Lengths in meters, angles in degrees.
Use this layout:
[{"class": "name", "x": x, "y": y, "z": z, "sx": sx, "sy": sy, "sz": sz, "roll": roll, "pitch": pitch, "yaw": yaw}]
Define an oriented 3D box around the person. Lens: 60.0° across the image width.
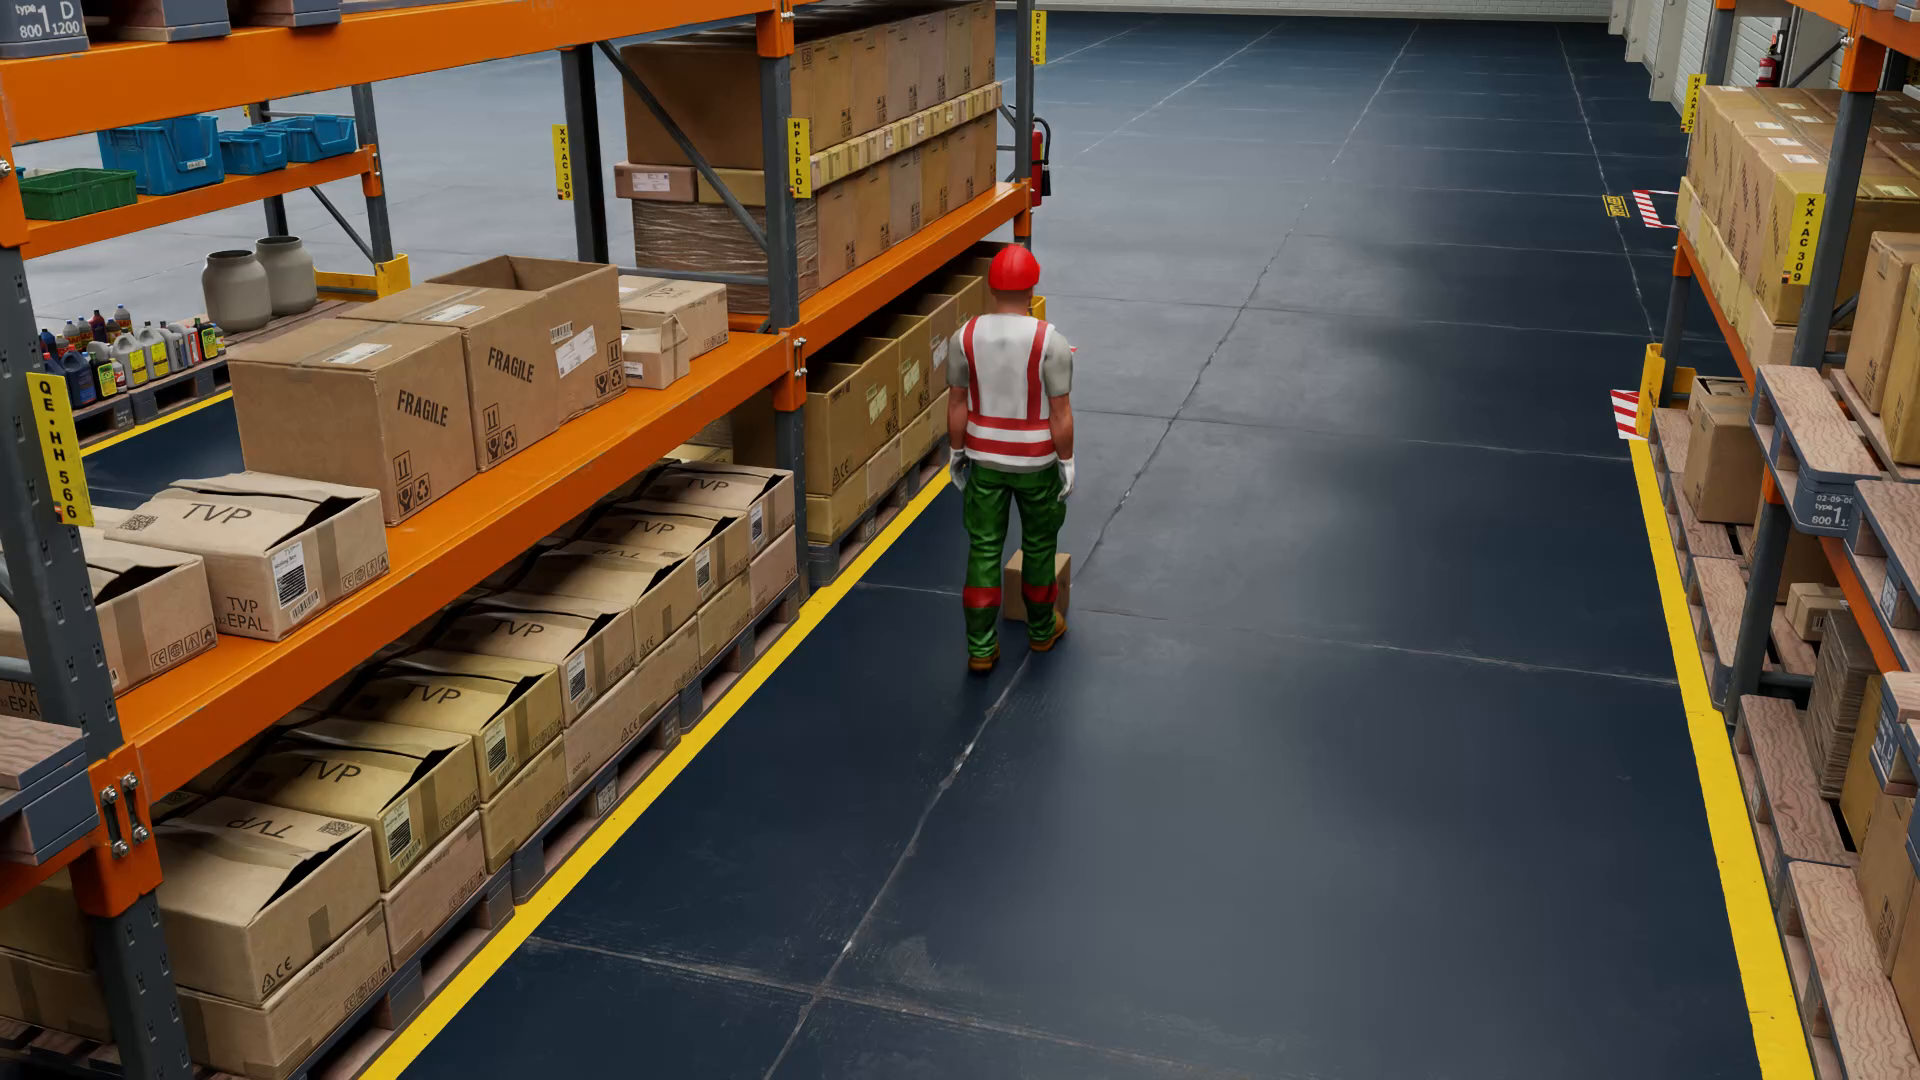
[{"class": "person", "x": 0.232, "y": -0.350, "z": 6.934, "sx": 0.539, "sy": 1.795, "sz": 0.605, "roll": 7, "pitch": 23, "yaw": 16}]
